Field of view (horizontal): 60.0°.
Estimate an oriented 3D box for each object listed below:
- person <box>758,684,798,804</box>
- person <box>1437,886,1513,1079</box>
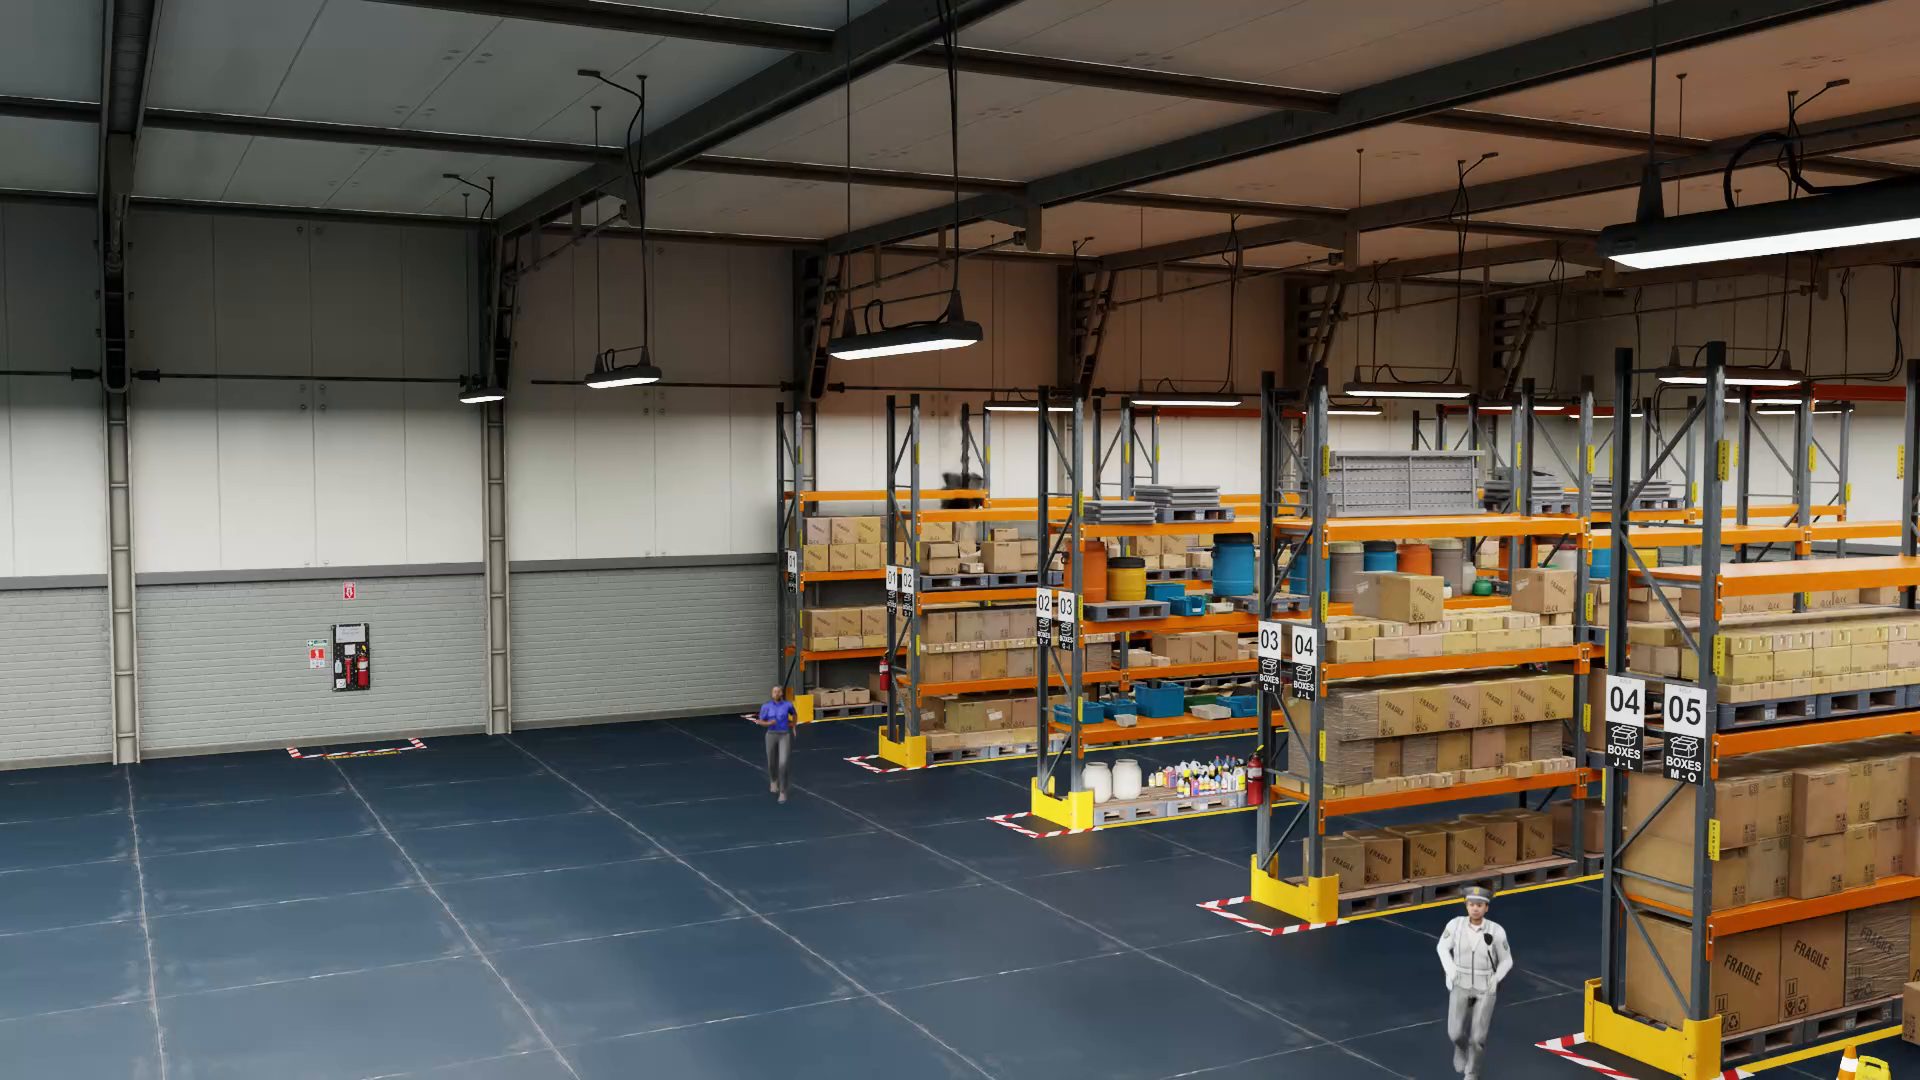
[{"bbox_3d":[-2.663,2.943,24.339,0.563,1.680,0.884,0,3,-4],"label":"person"},{"bbox_3d":[4.110,3.578,13.312,0.594,1.650,0.540,1,3,22],"label":"person"}]
